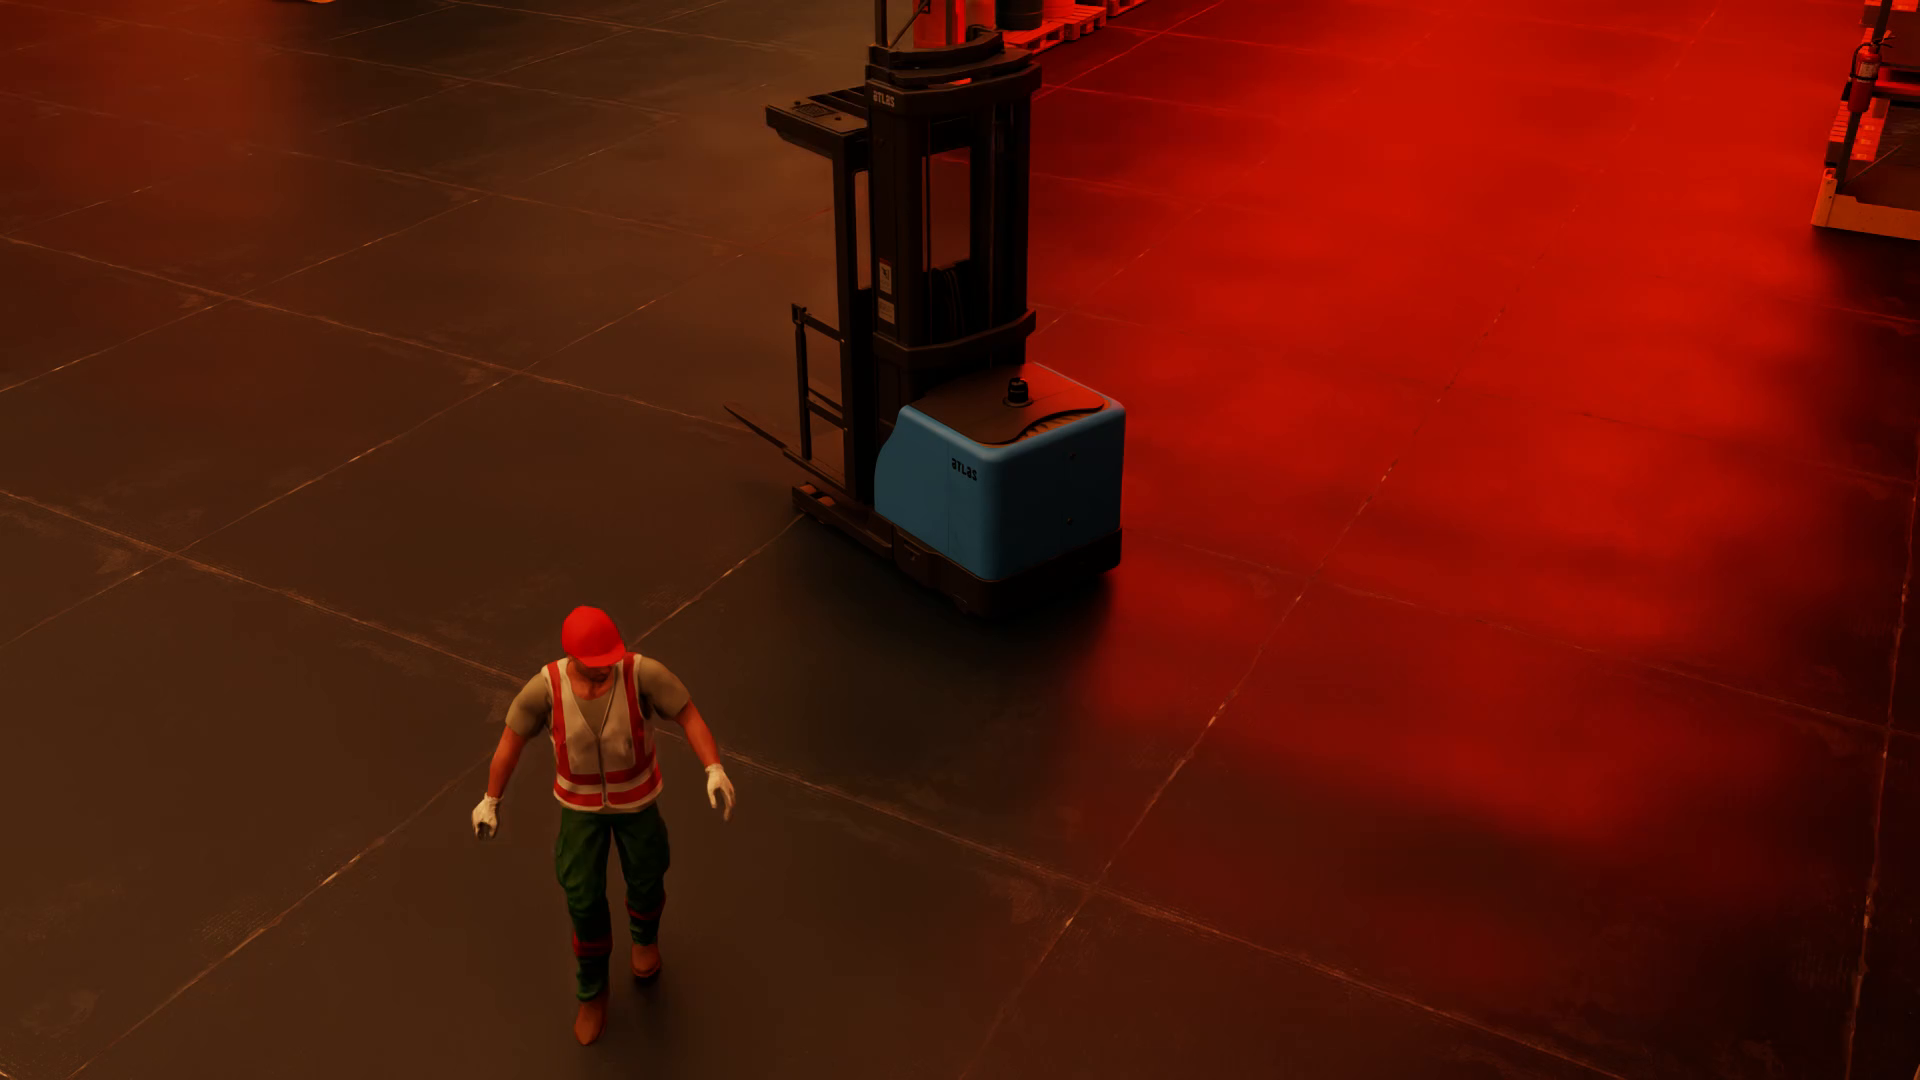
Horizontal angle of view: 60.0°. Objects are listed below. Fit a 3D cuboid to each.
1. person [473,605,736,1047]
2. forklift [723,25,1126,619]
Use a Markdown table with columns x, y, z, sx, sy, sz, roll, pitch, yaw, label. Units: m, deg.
| x | y | z | sx | sy | sz | roll | pitch | yaw | label |
| --- | --- | --- | --- | --- | --- | --- | --- | --- | --- |
| -1.358 | 1.077 | 6.375 | 1.008 | 1.814 | 0.579 | -4 | 30 | -8 | person |
| -0.382 | -1.507 | 9.682 | 1.130 | 2.935 | 3.031 | -22 | 37 | -33 | forklift |
